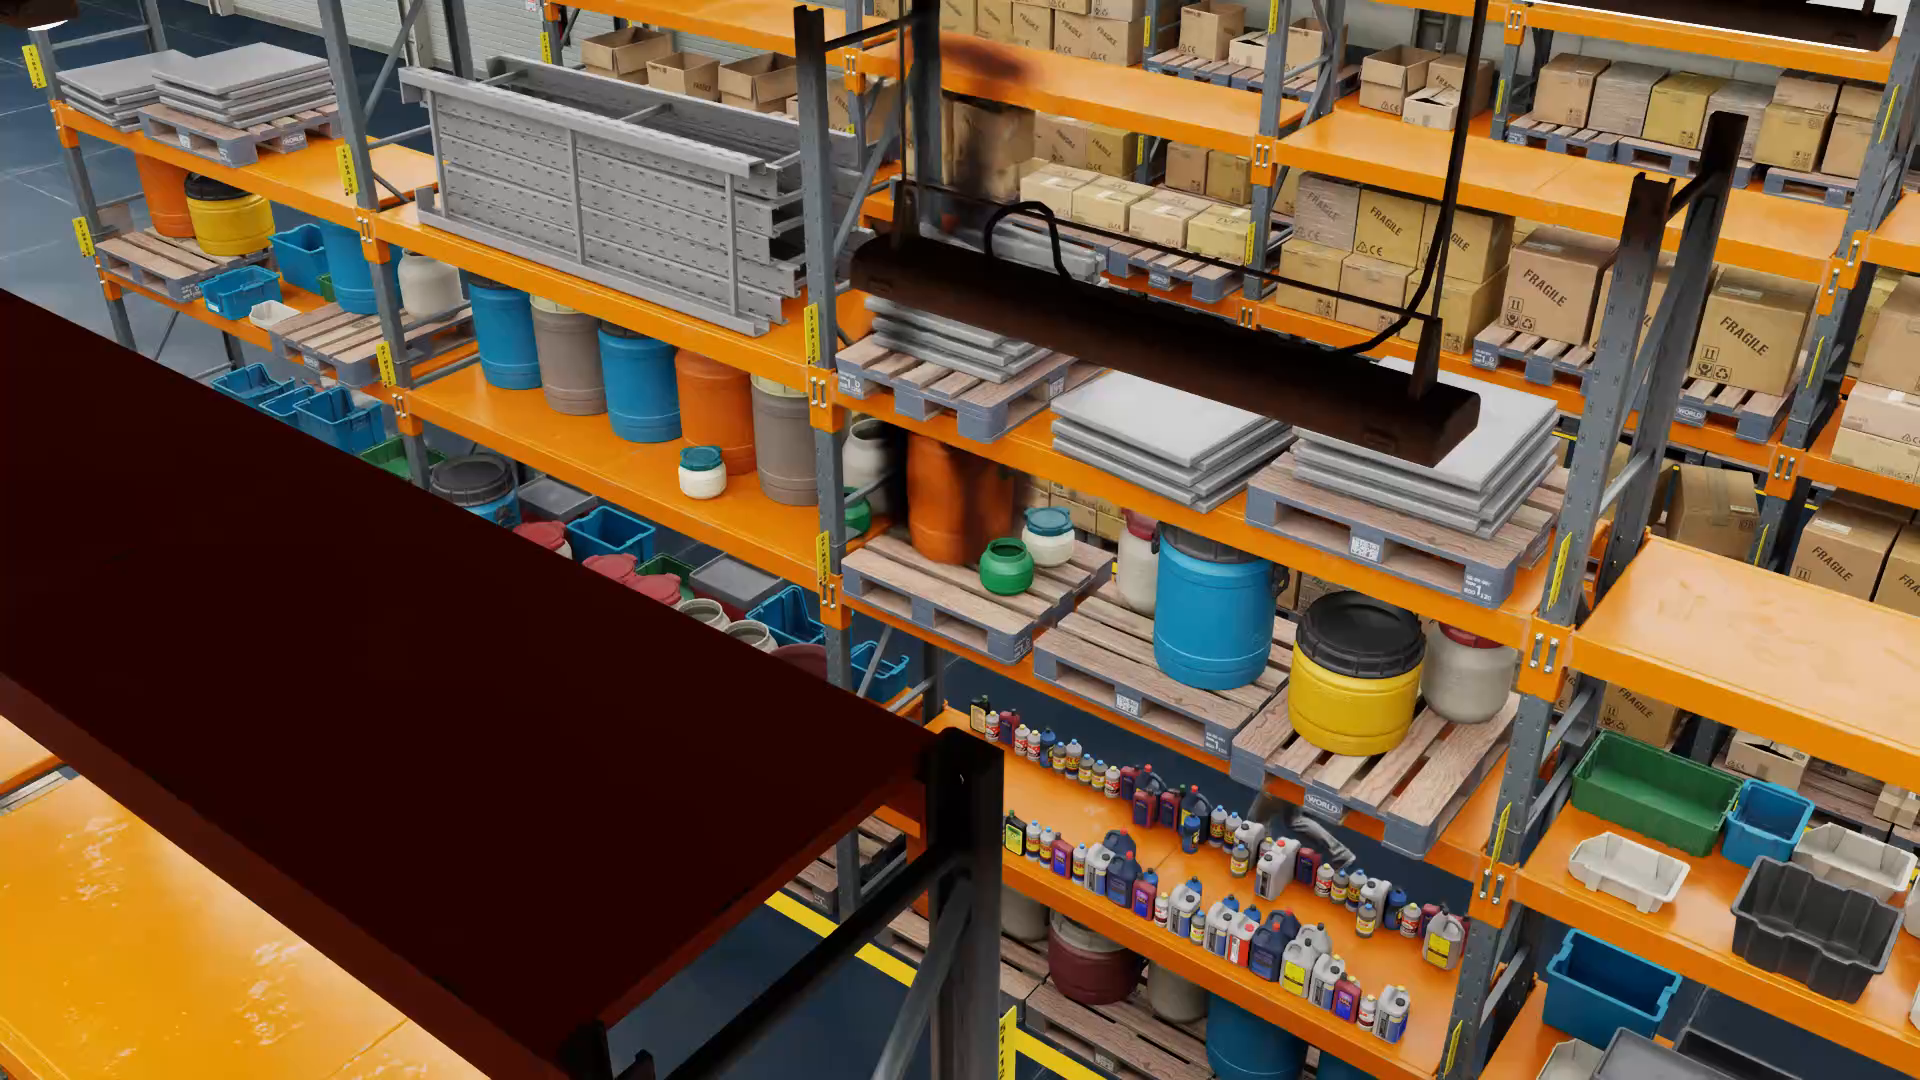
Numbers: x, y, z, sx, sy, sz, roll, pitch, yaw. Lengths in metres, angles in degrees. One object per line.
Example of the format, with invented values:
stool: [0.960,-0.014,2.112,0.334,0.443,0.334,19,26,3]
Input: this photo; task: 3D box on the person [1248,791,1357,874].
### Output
person: [2.225,1.606,10.916,0.828,1.672,0.605,18,36,27]

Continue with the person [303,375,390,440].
person: [-5.793,-1.404,15.982,0.899,1.518,0.739,3,32,5]
